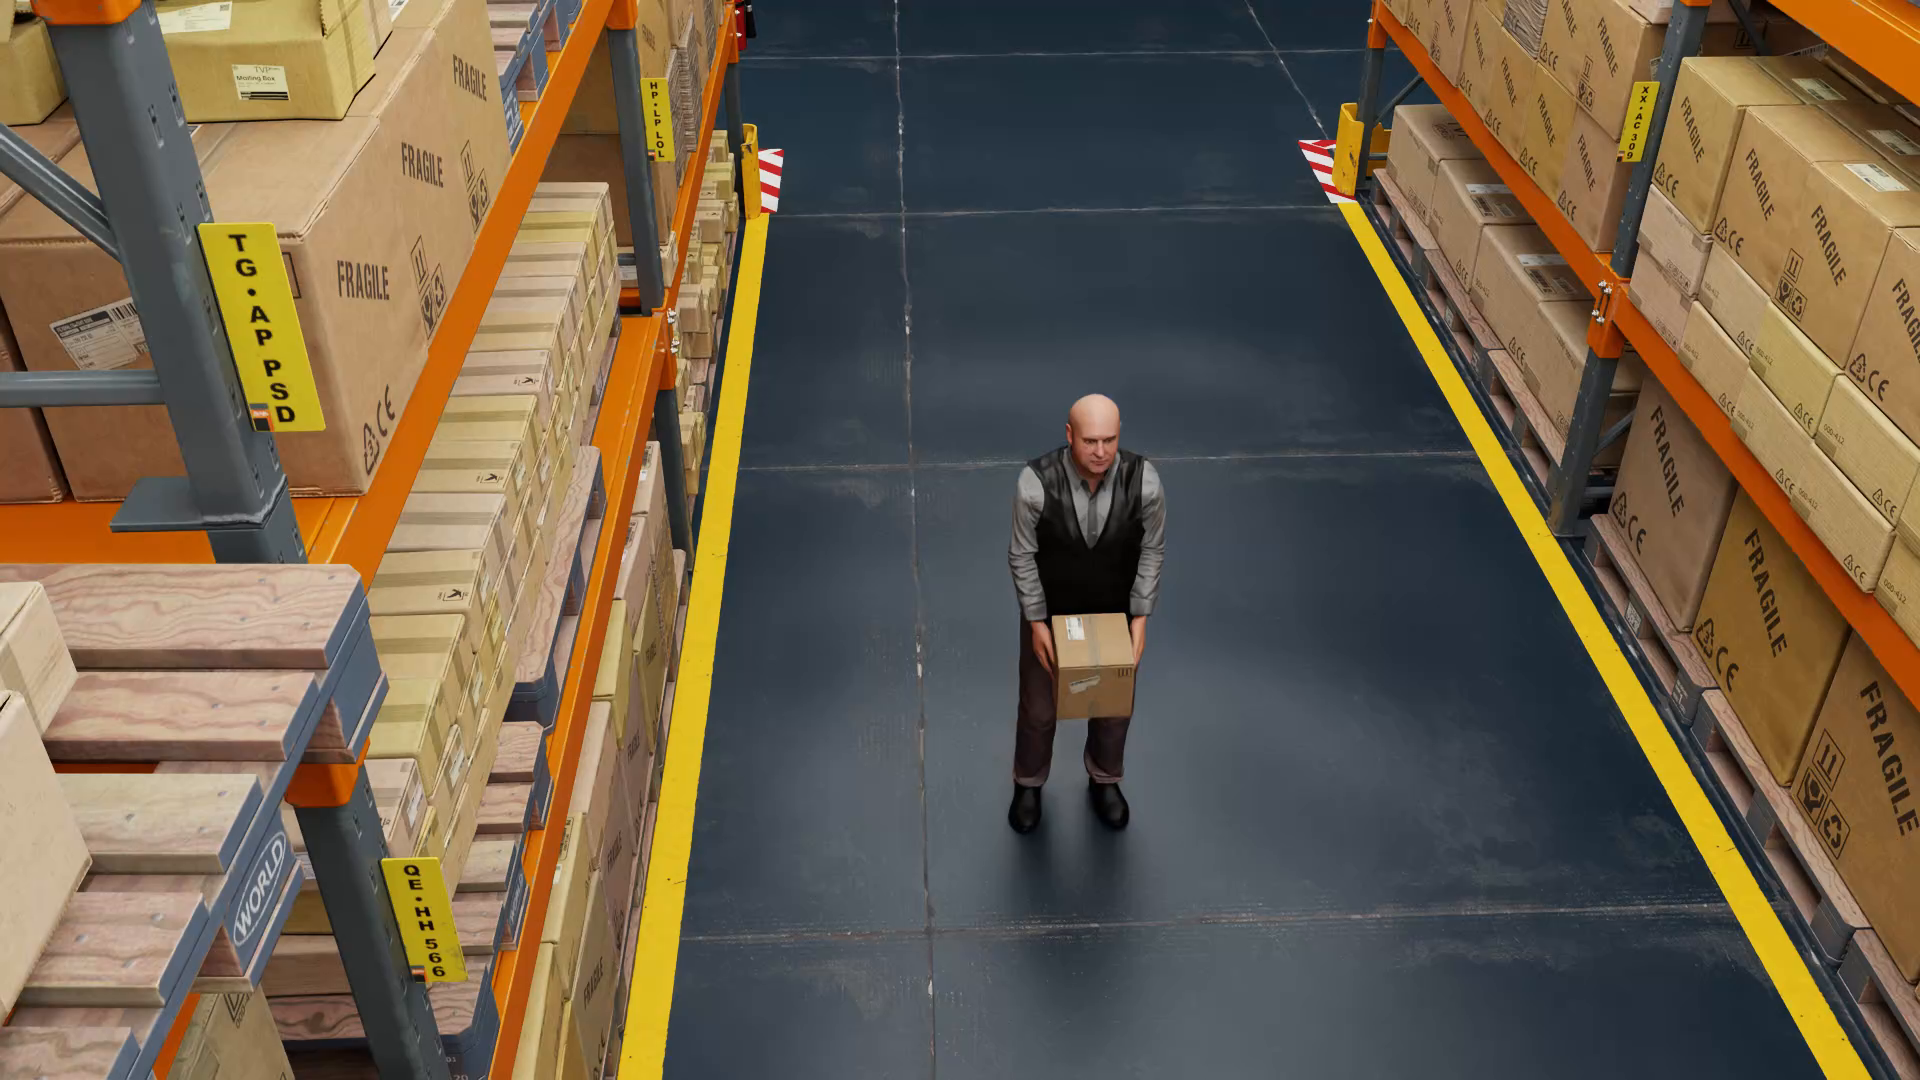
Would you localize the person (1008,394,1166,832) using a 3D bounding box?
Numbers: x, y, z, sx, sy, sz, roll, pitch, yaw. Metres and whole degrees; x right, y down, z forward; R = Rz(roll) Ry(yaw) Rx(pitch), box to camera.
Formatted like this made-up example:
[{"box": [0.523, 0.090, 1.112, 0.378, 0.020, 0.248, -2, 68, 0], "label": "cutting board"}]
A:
[{"box": [0.431, 0.281, 5.760, 0.542, 1.728, 0.493, -2, 35, -3], "label": "person"}]
